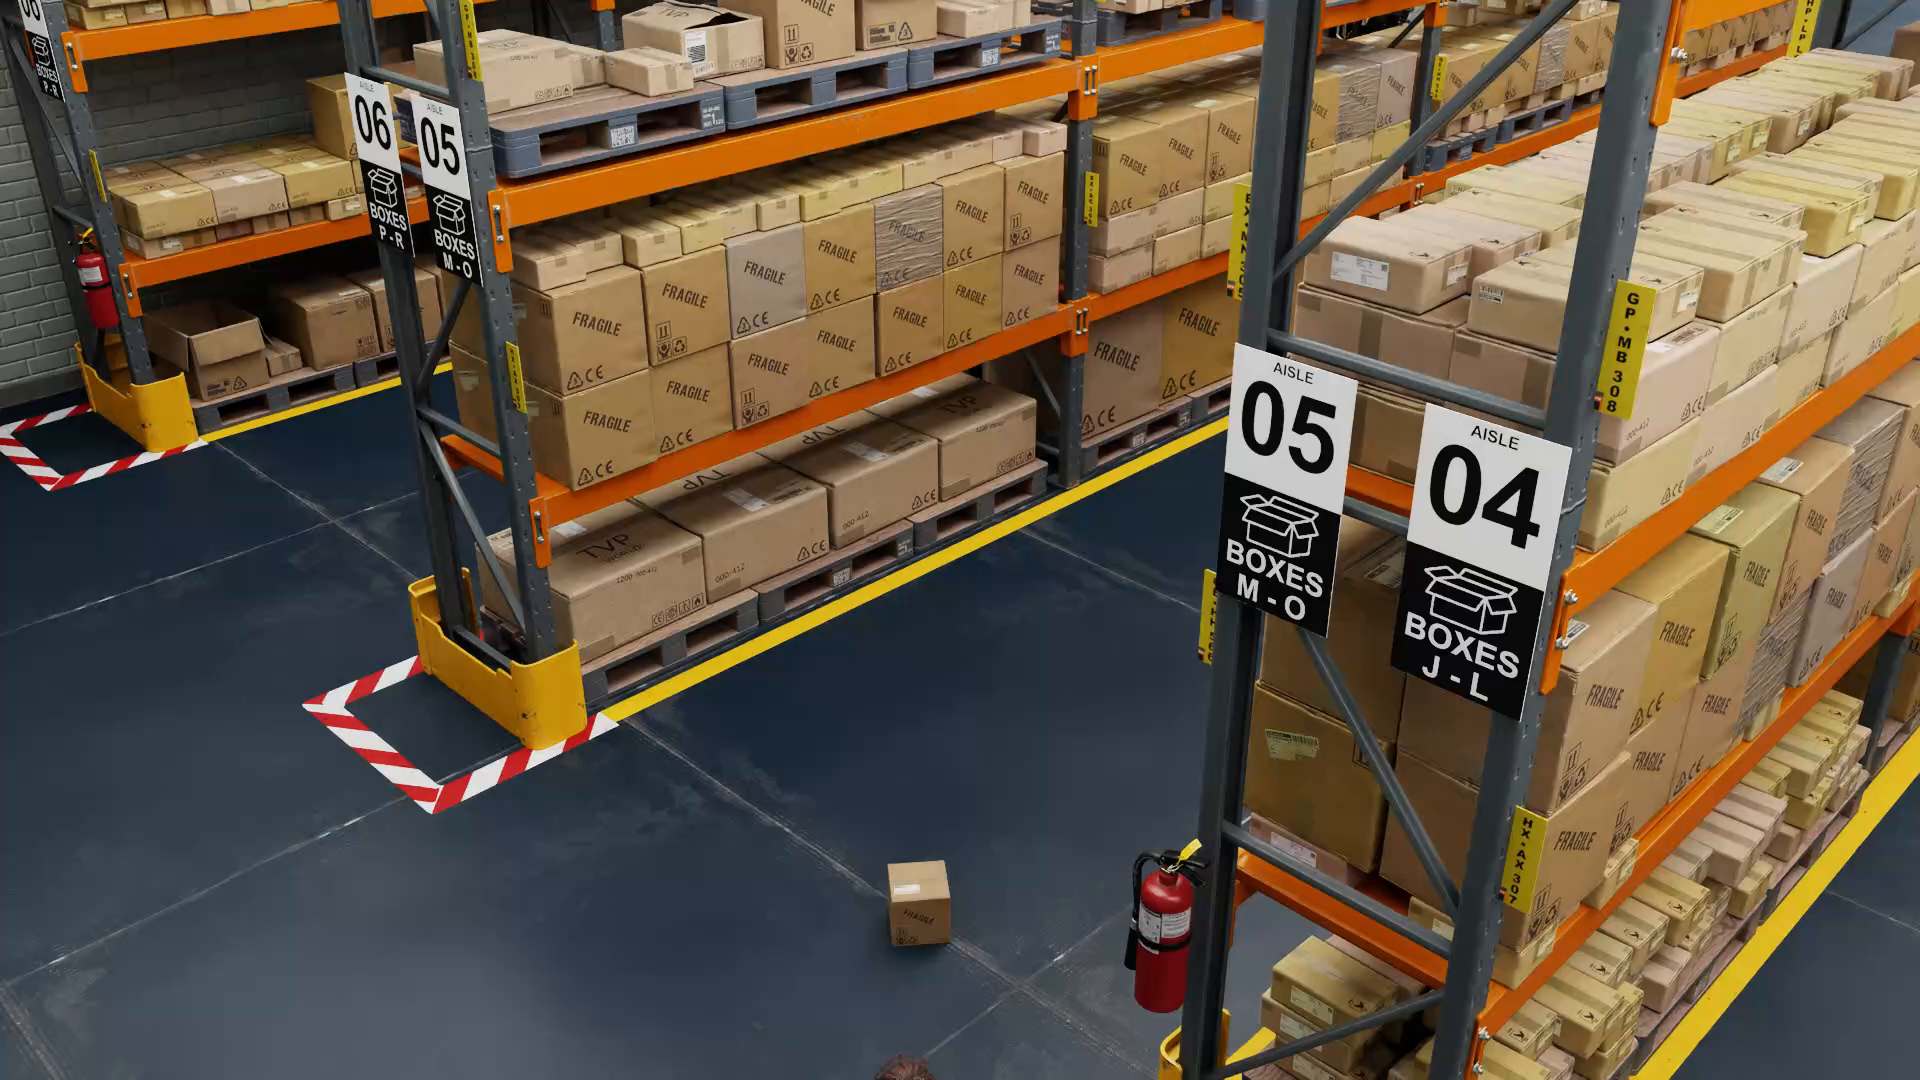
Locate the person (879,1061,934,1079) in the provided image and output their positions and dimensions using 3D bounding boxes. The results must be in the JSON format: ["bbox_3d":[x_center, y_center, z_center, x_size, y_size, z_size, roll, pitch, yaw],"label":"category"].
[{"bbox_3d":[-0.101,2.109,4.642,0.459,1.614,1.055,-5,28,-10],"label":"person"}]
